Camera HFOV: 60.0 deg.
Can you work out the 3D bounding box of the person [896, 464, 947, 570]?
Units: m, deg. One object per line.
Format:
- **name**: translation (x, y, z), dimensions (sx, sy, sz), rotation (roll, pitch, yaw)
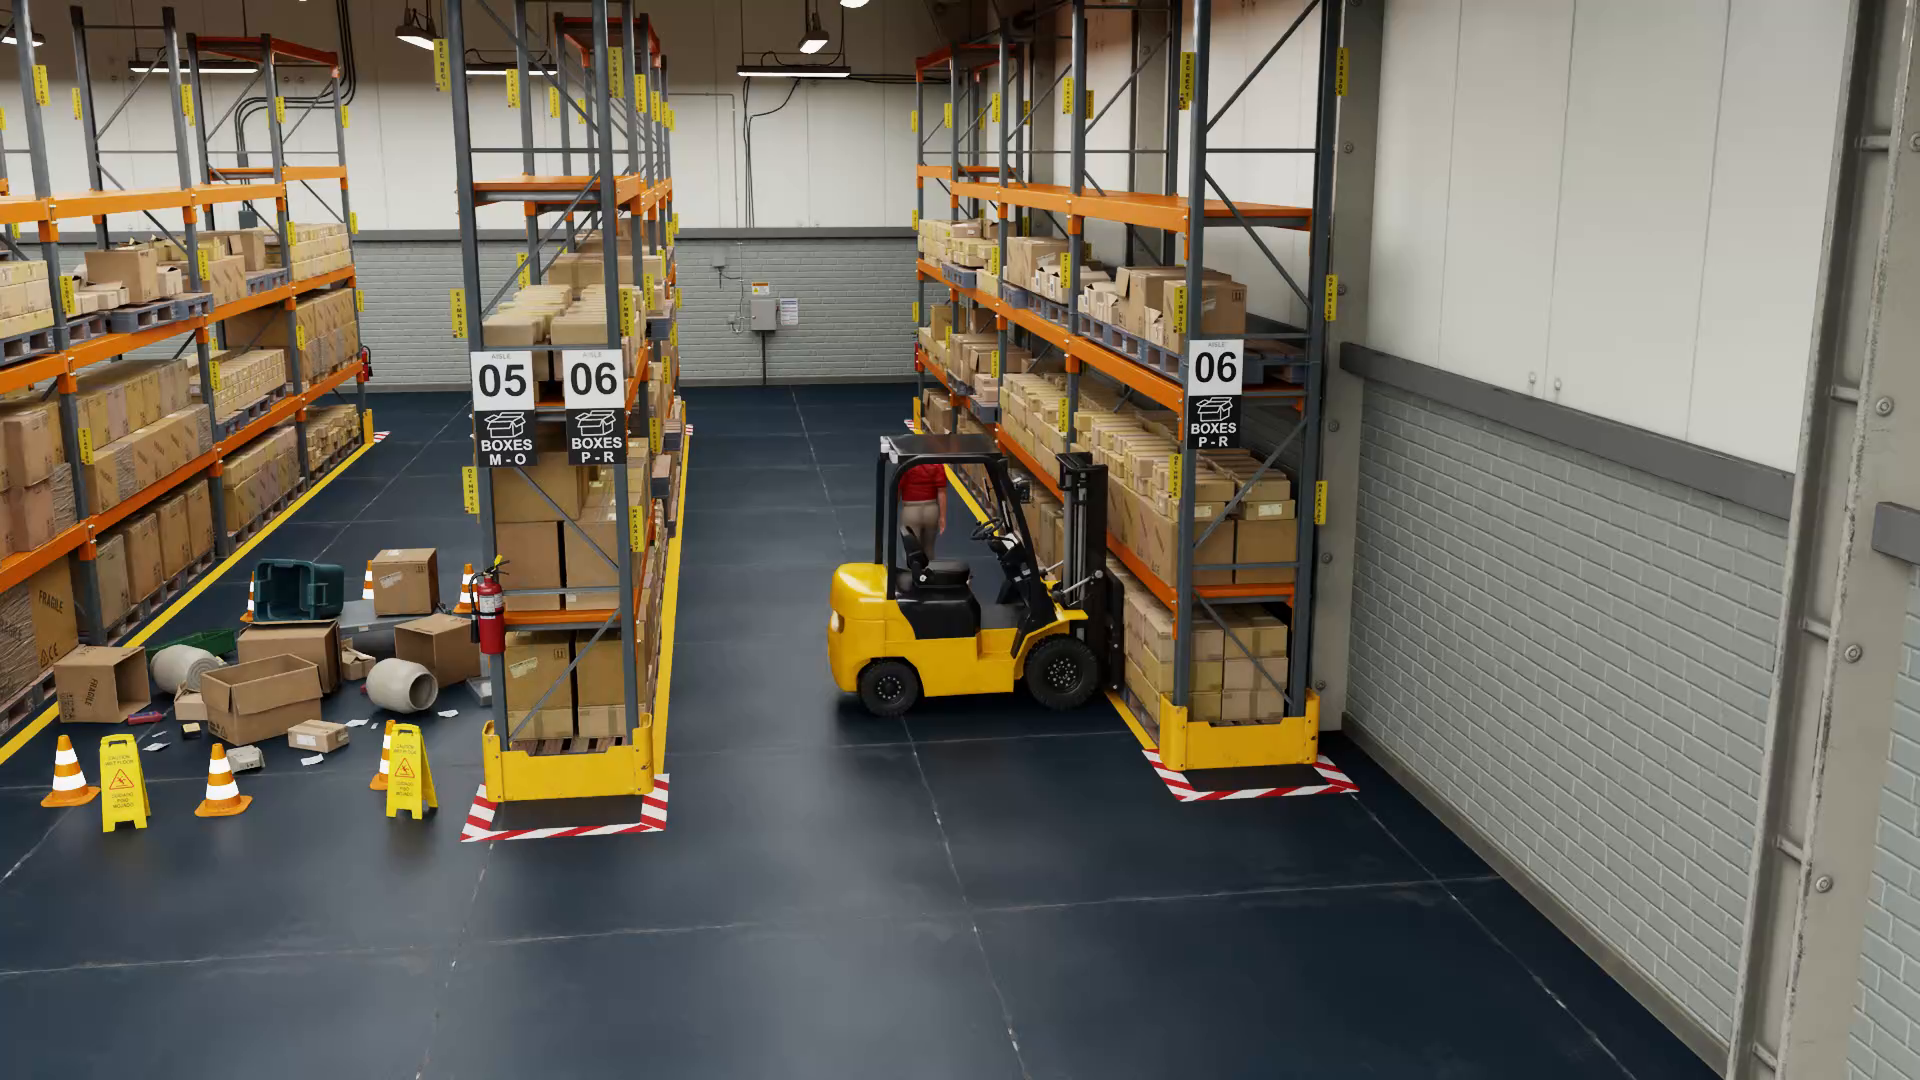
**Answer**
- **person**: translation (-0.420, -0.259, 17.094), dimensions (0.552, 1.678, 0.965), rotation (-3, 13, -14)
